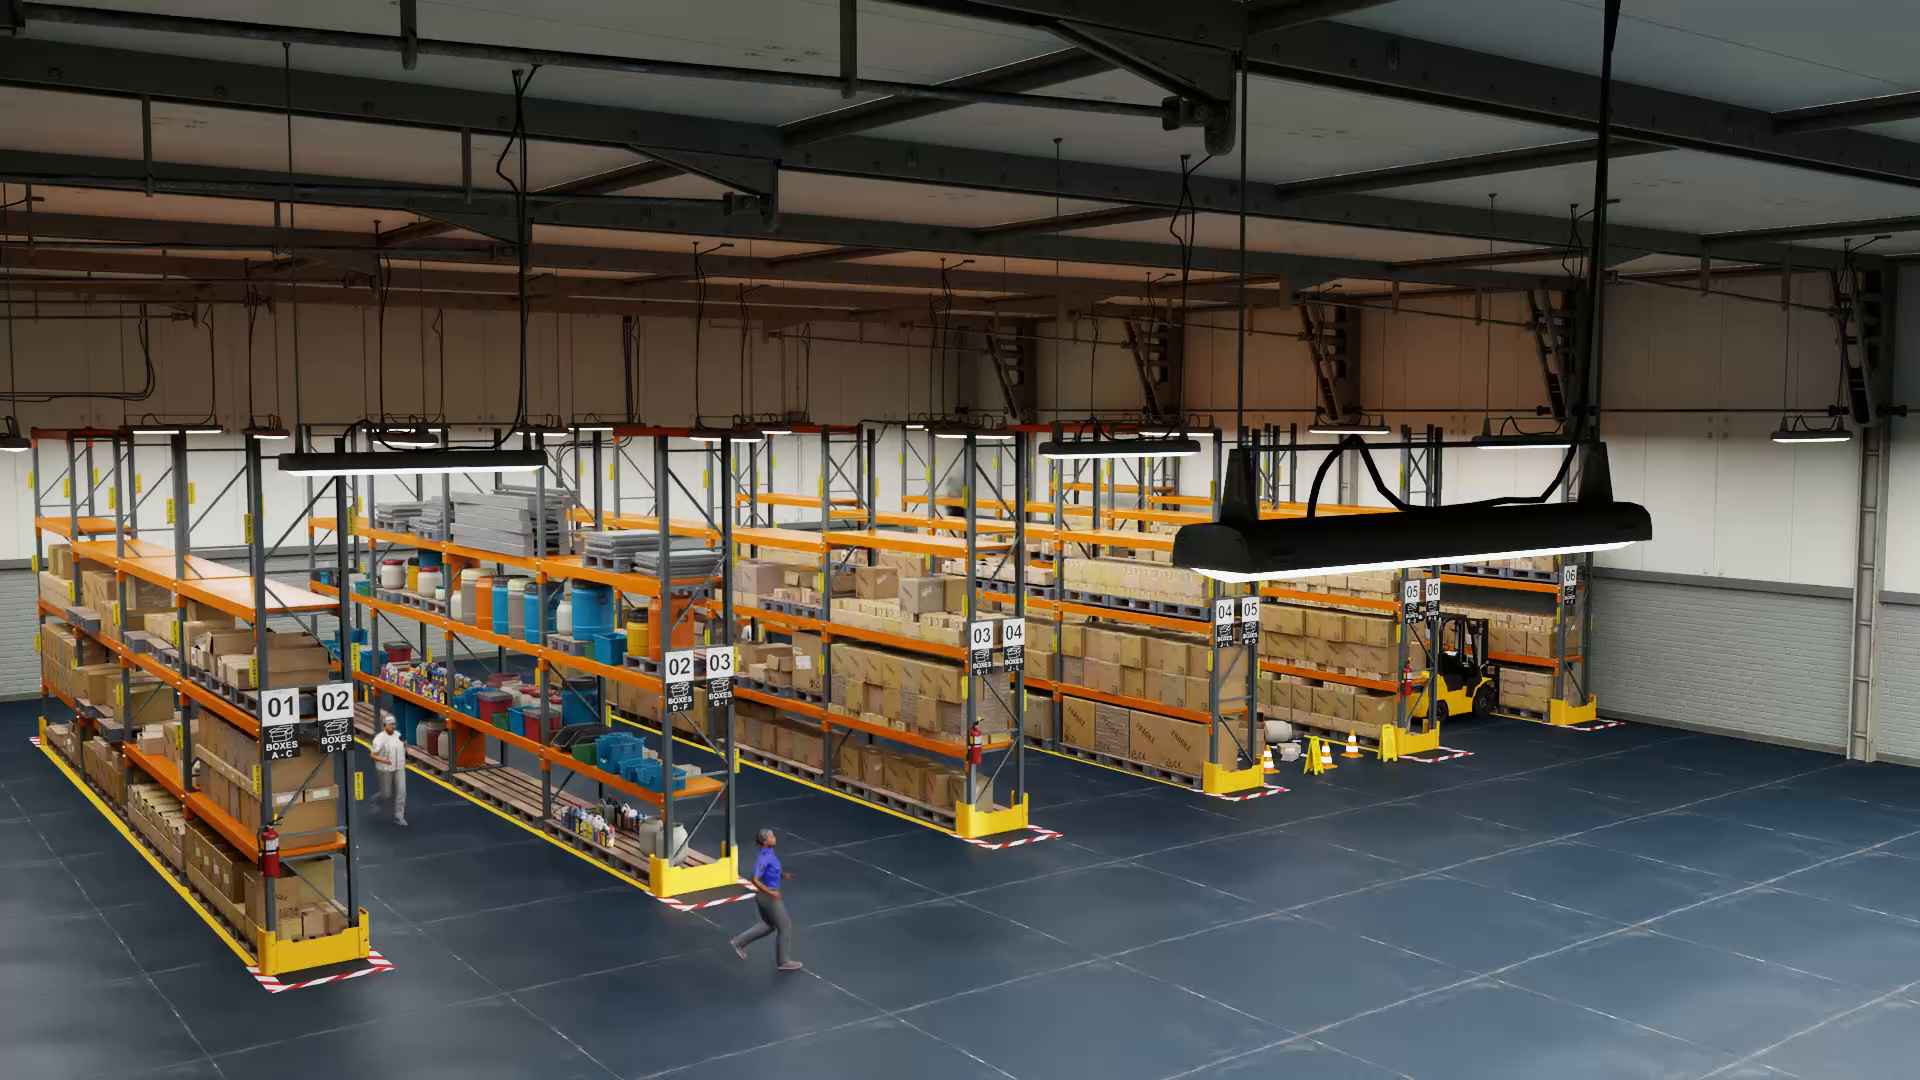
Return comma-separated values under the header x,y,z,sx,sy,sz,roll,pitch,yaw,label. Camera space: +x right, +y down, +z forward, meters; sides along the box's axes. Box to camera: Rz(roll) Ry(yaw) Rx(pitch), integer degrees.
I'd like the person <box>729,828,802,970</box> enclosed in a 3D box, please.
x,y,z,sx,sy,sz,roll,pitch,yaw,label
-2.192,4.044,18.738,0.815,1.620,0.588,-1,5,-10,person

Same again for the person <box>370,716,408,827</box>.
x,y,z,sx,sy,sz,roll,pitch,yaw,label
-8.722,3.516,25.445,0.849,1.659,0.607,4,6,43,person

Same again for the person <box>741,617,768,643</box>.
x,y,z,sx,sy,sz,roll,pitch,yaw,label
-4.617,2.522,37.282,0.691,1.784,0.970,-3,6,-37,person

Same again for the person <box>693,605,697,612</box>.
x,y,z,sx,sy,sz,roll,pitch,yaw,label
-6.500,2.367,39.869,0.753,1.680,0.983,0,4,-4,person
